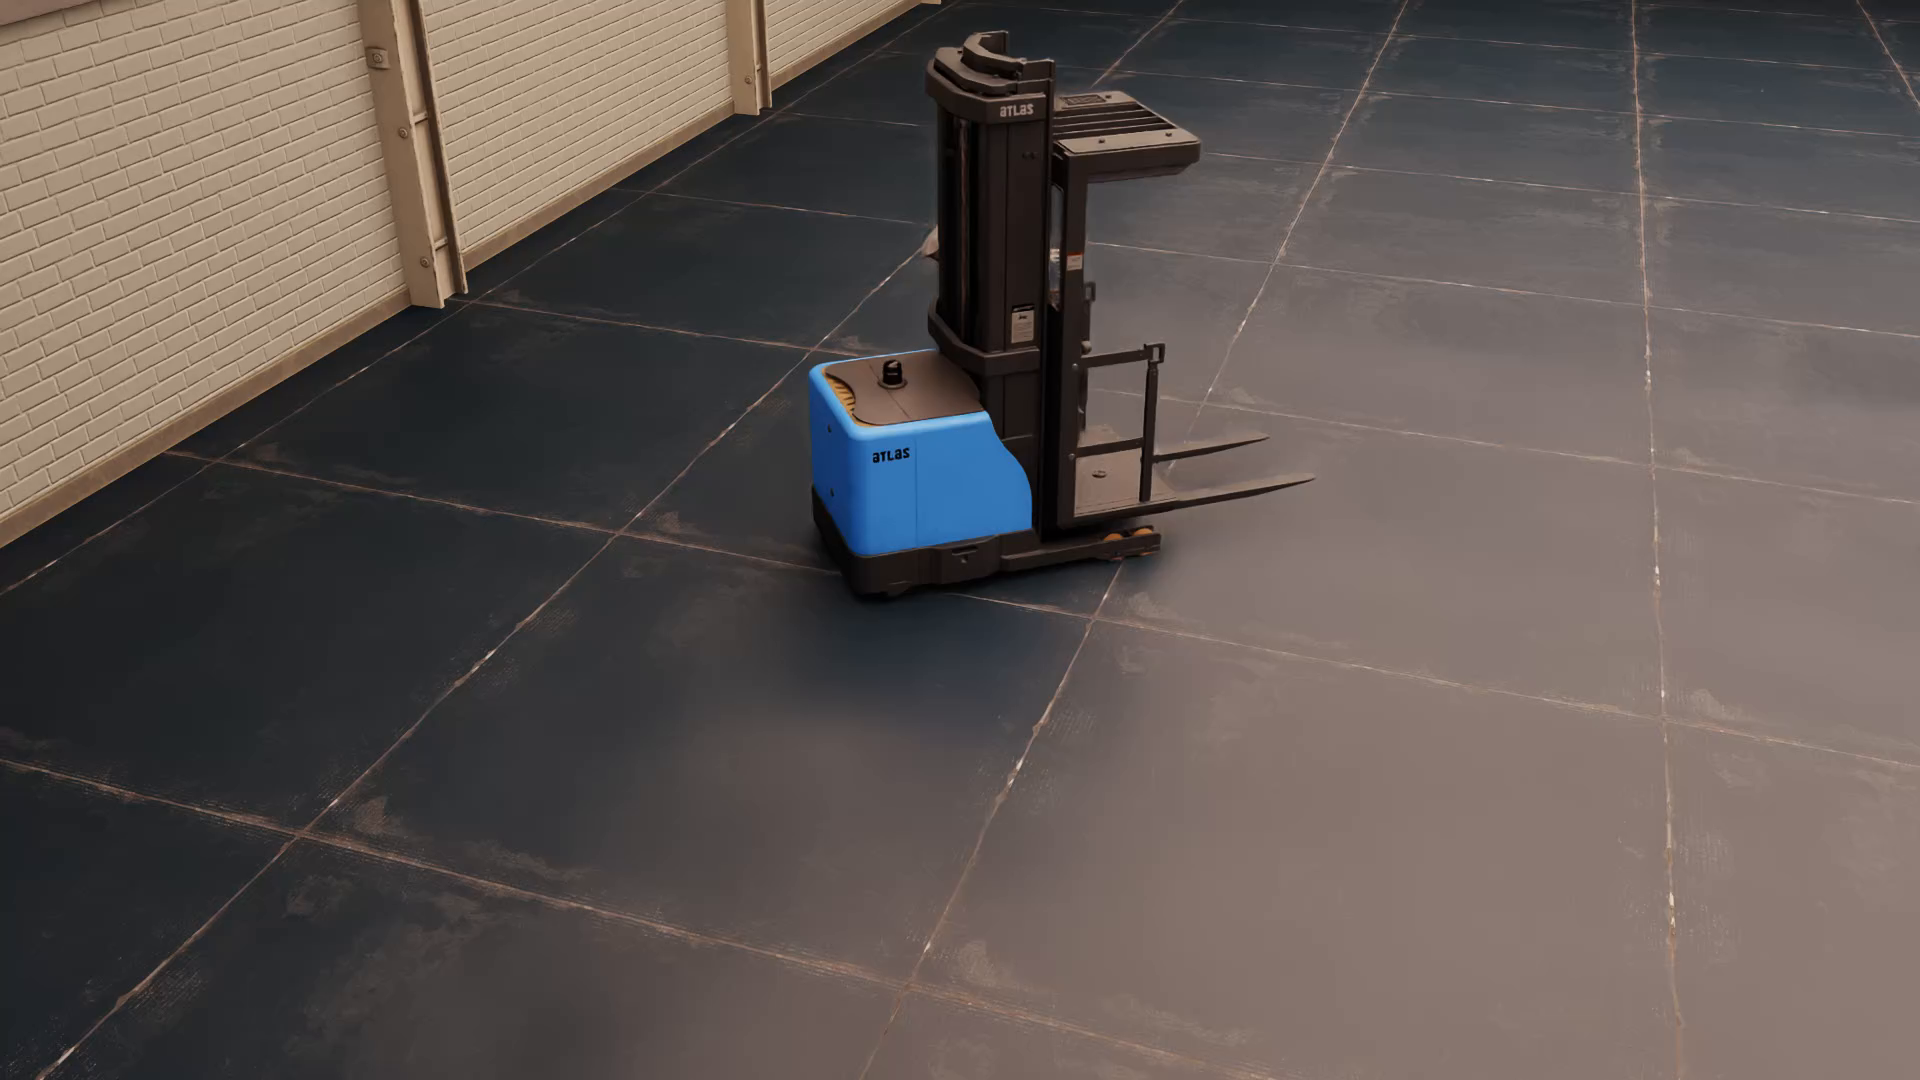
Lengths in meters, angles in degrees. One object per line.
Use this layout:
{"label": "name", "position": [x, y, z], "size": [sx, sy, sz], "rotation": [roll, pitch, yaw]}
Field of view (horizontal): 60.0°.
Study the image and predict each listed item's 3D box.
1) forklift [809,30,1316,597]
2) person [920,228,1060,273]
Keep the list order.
{"label": "forklift", "position": [0.676, -1.381, 9.558], "size": [3.031, 2.935, 1.130], "rotation": [-10, 31, -16]}
{"label": "person", "position": [0.164, -1.438, 11.039], "size": [0.683, 1.549, 0.946], "rotation": [-20, 35, -31]}
